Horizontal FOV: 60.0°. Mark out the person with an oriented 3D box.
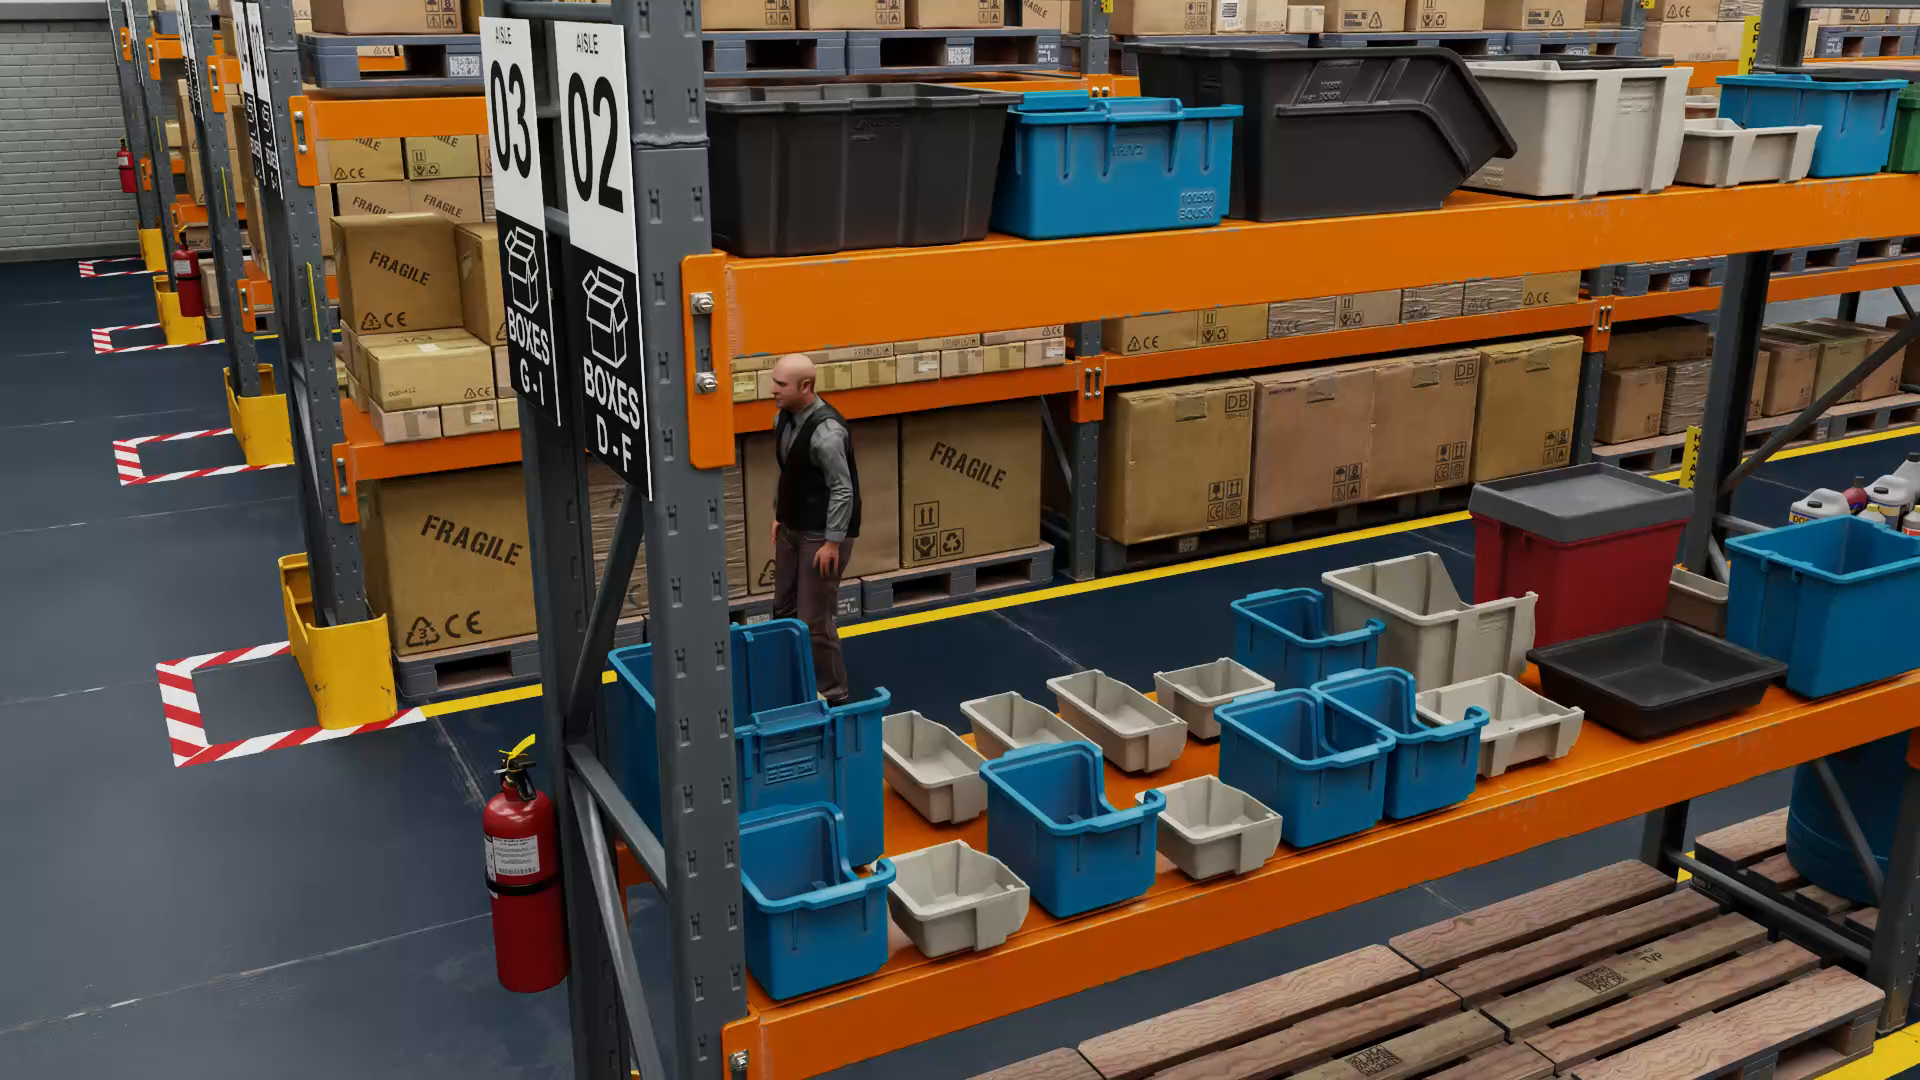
[{"bbox_3d":[-0.679,-0.026,7.676,0.419,1.720,0.585,-11,21,-30],"label":"person"}]
